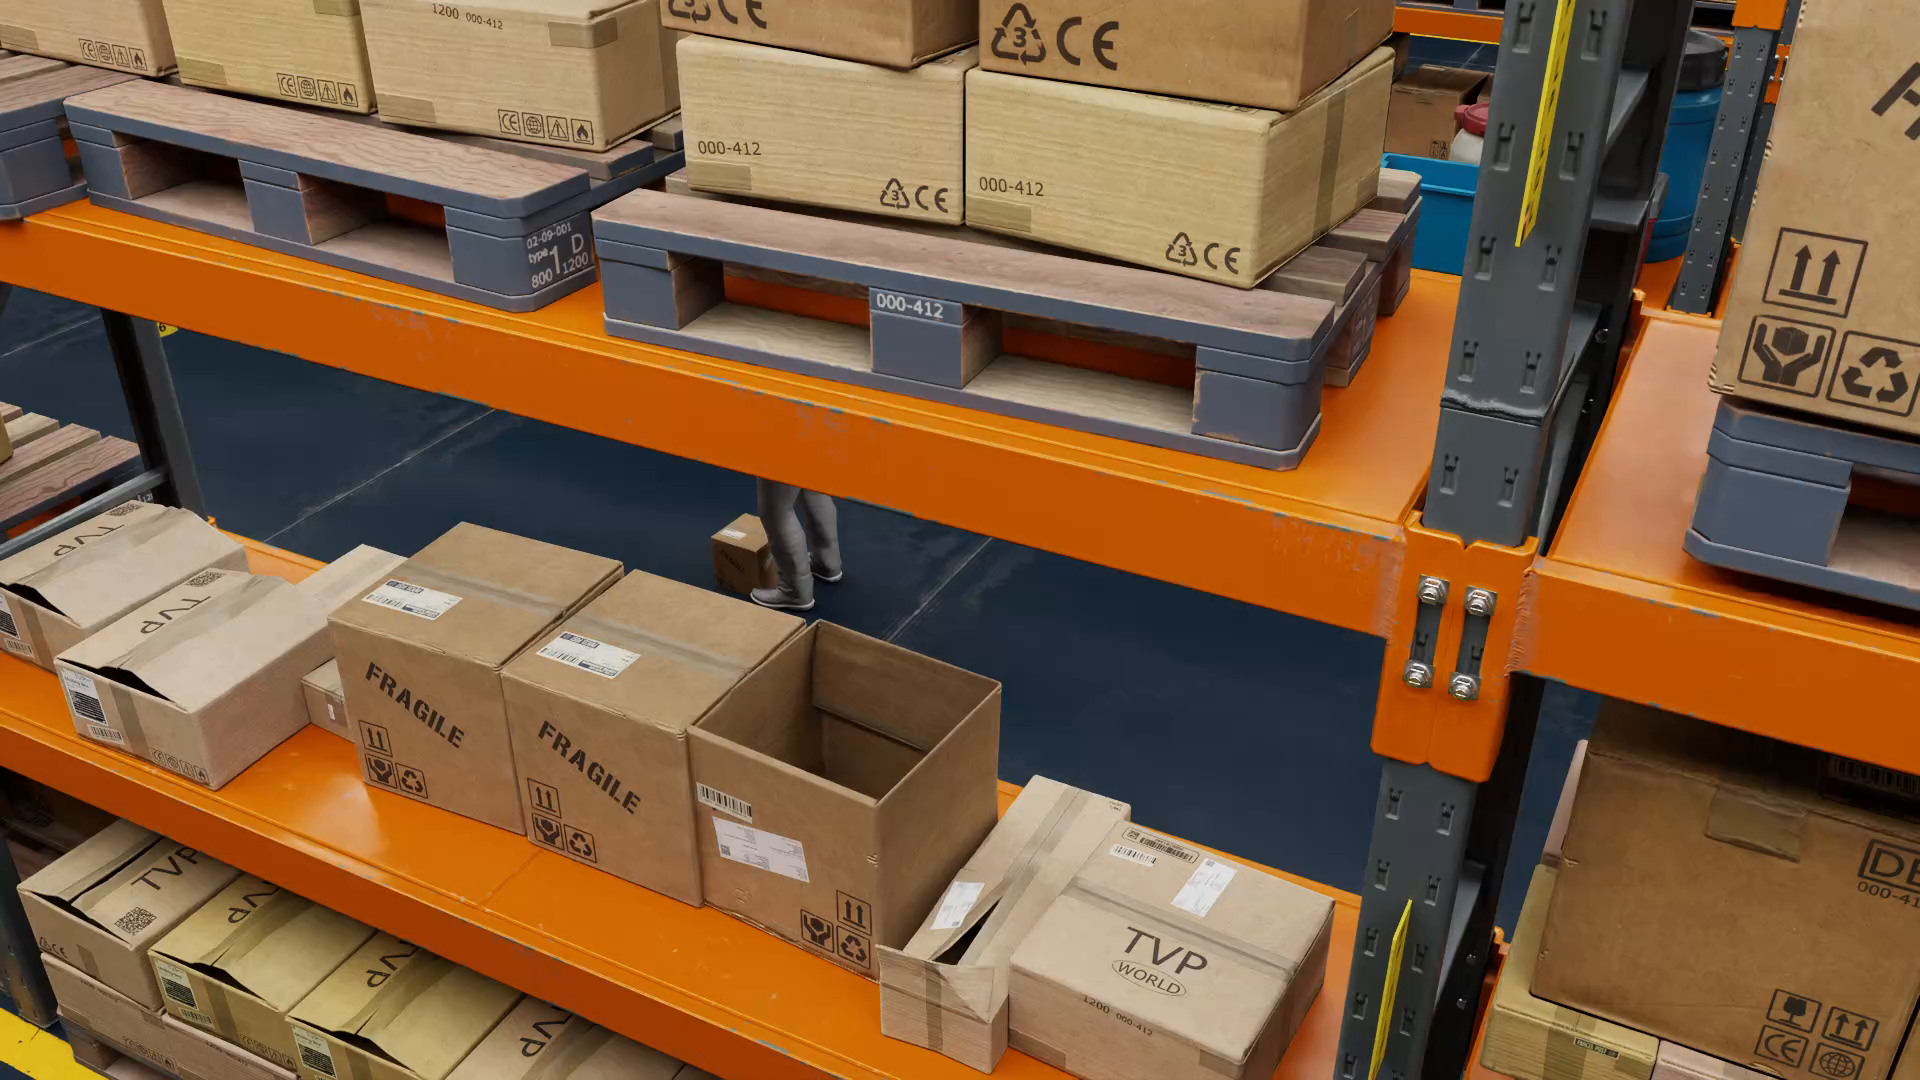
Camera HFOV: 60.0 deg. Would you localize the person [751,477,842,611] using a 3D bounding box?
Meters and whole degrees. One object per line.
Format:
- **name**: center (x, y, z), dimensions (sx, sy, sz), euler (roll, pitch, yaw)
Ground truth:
- **person**: center (-0.714, -0.486, 6.966), dimensions (0.399, 1.658, 0.518), euler (14, 33, 22)
